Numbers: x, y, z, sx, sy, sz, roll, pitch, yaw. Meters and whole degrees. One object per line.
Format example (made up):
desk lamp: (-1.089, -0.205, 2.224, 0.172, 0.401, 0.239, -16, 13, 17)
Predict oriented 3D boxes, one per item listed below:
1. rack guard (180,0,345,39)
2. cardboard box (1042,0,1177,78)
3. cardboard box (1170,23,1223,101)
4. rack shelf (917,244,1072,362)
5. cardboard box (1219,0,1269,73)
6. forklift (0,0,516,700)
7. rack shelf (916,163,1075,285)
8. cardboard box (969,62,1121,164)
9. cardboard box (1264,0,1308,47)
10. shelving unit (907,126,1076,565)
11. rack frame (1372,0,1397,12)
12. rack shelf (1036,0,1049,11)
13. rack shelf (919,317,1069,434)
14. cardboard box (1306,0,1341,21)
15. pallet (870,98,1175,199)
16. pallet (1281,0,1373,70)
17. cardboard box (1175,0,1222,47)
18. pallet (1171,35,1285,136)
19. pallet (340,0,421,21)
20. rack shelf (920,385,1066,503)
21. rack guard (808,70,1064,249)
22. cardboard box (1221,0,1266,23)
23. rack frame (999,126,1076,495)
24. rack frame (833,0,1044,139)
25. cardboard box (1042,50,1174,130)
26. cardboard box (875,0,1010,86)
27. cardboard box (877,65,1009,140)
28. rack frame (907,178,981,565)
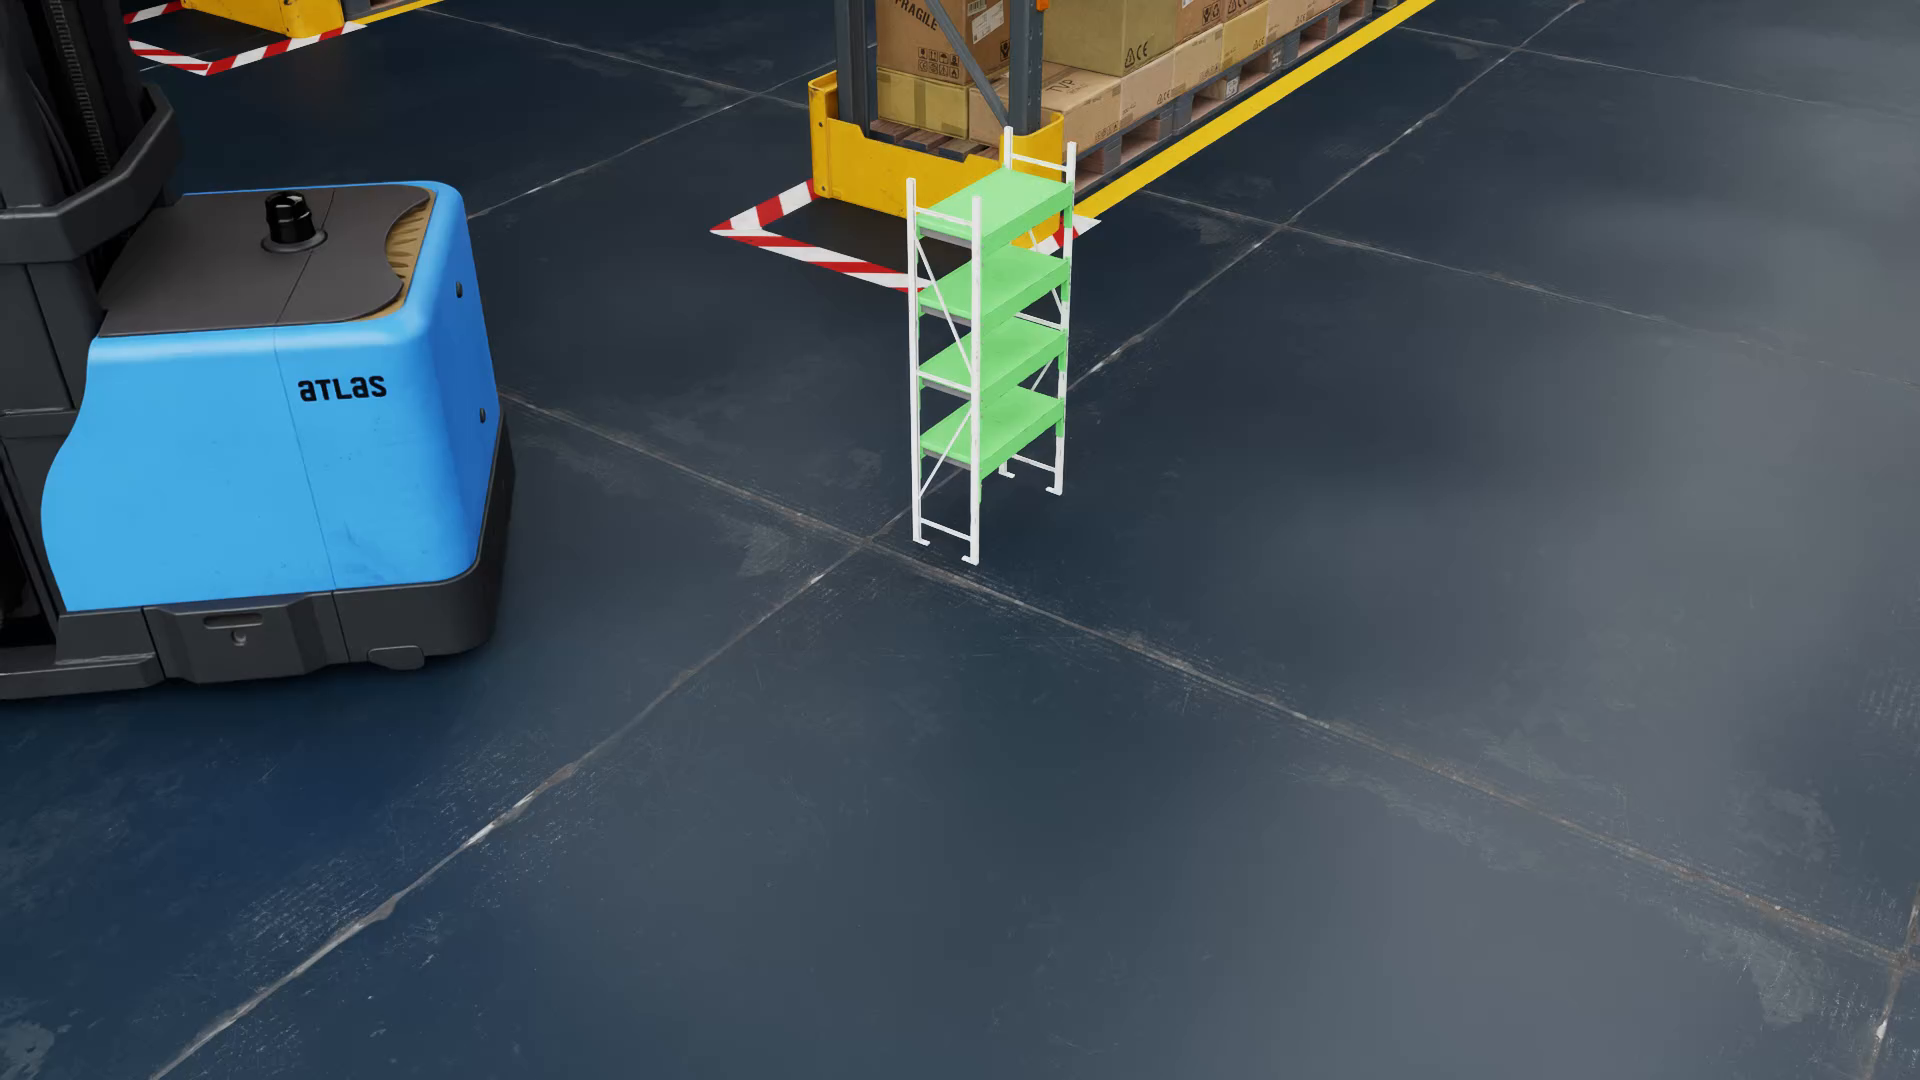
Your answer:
rack guard: (-4.132, -3.316, 9.707, 1.175, 0.500, 0.348, 21, 39, 28)
cardboard box: (0.668, -2.488, 7.661, 0.500, 0.500, 0.500, 21, 39, 28)
cardboard box: (0.952, -2.407, 8.212, 0.500, 0.250, 0.500, 21, 39, 28)
rack shelf: (0.094, -0.719, 4.928, 0.258, 0.148, 0.480, 21, 39, 28)
cardboard box: (1.242, -2.636, 8.550, 0.500, 0.250, 0.500, 21, 39, 28)
forklift: (-2.892, -1.013, 4.131, 3.031, 2.935, 1.130, -5, 34, -7)
rack shelf: (0.094, -0.918, 4.793, 0.258, 0.148, 0.480, 21, 39, 28)
cardboard box: (0.385, -1.946, 7.530, 0.500, 0.250, 0.500, 21, 39, 28)
cardboard box: (1.526, -2.866, 8.890, 0.500, 0.250, 0.500, 21, 39, 28)
shelving unit: (0.094, -0.573, 5.027, 0.258, 1.200, 0.503, 21, 39, 28)
rack frame: (2.177, -4.576, 9.339, 1.000, 3.000, 0.127, 21, 39, 28)
rack shelf: (1.037, -3.358, 8.180, 1.077, 0.370, 4.000, 21, 39, 28)
rack shelf: (0.094, -0.520, 5.062, 0.258, 0.148, 0.480, 21, 39, 28)
cardboard box: (1.799, -3.101, 9.238, 0.500, 0.250, 0.500, 21, 39, 28)
pallet: (0.298, -1.946, 7.939, 1.003, 0.211, 1.213, 21, 39, 28)
pallet: (1.689, -3.069, 9.599, 1.003, 0.211, 1.213, 21, 39, 28)
cardboard box: (0.943, -2.722, 8.007, 0.500, 0.500, 0.500, 21, 39, 28)
pallet: (0.994, -2.505, 8.765, 1.003, 0.211, 1.213, 21, 39, 28)
pallet: (-3.640, -3.558, 10.324, 1.003, 0.211, 1.213, 21, 39, 28)
rack shelf: (0.094, -0.321, 5.197, 0.258, 0.148, 0.480, 21, 39, 28)
rack guard: (-0.117, -1.689, 7.301, 1.175, 0.500, 0.348, 21, 39, 28)
cardboard box: (1.242, -2.946, 8.339, 0.500, 0.500, 0.500, 21, 39, 28)
rack frame: (0.234, -0.685, 5.193, 0.240, 1.200, 0.015, 21, 39, 28)
rack frame: (-0.104, -2.735, 6.617, 1.000, 3.000, 0.127, 21, 39, 28)
cardboard box: (0.667, -2.177, 7.872, 0.500, 0.250, 0.500, 21, 39, 28)
cardboard box: (-0.042, -2.423, 7.565, 0.500, 0.500, 0.500, 21, 39, 28)
cardboard box: (-0.041, -2.112, 7.775, 0.500, 0.250, 0.500, 21, 39, 28)
rack frame: (-0.045, -0.461, 4.860, 0.240, 1.200, 0.015, 21, 39, 28)
